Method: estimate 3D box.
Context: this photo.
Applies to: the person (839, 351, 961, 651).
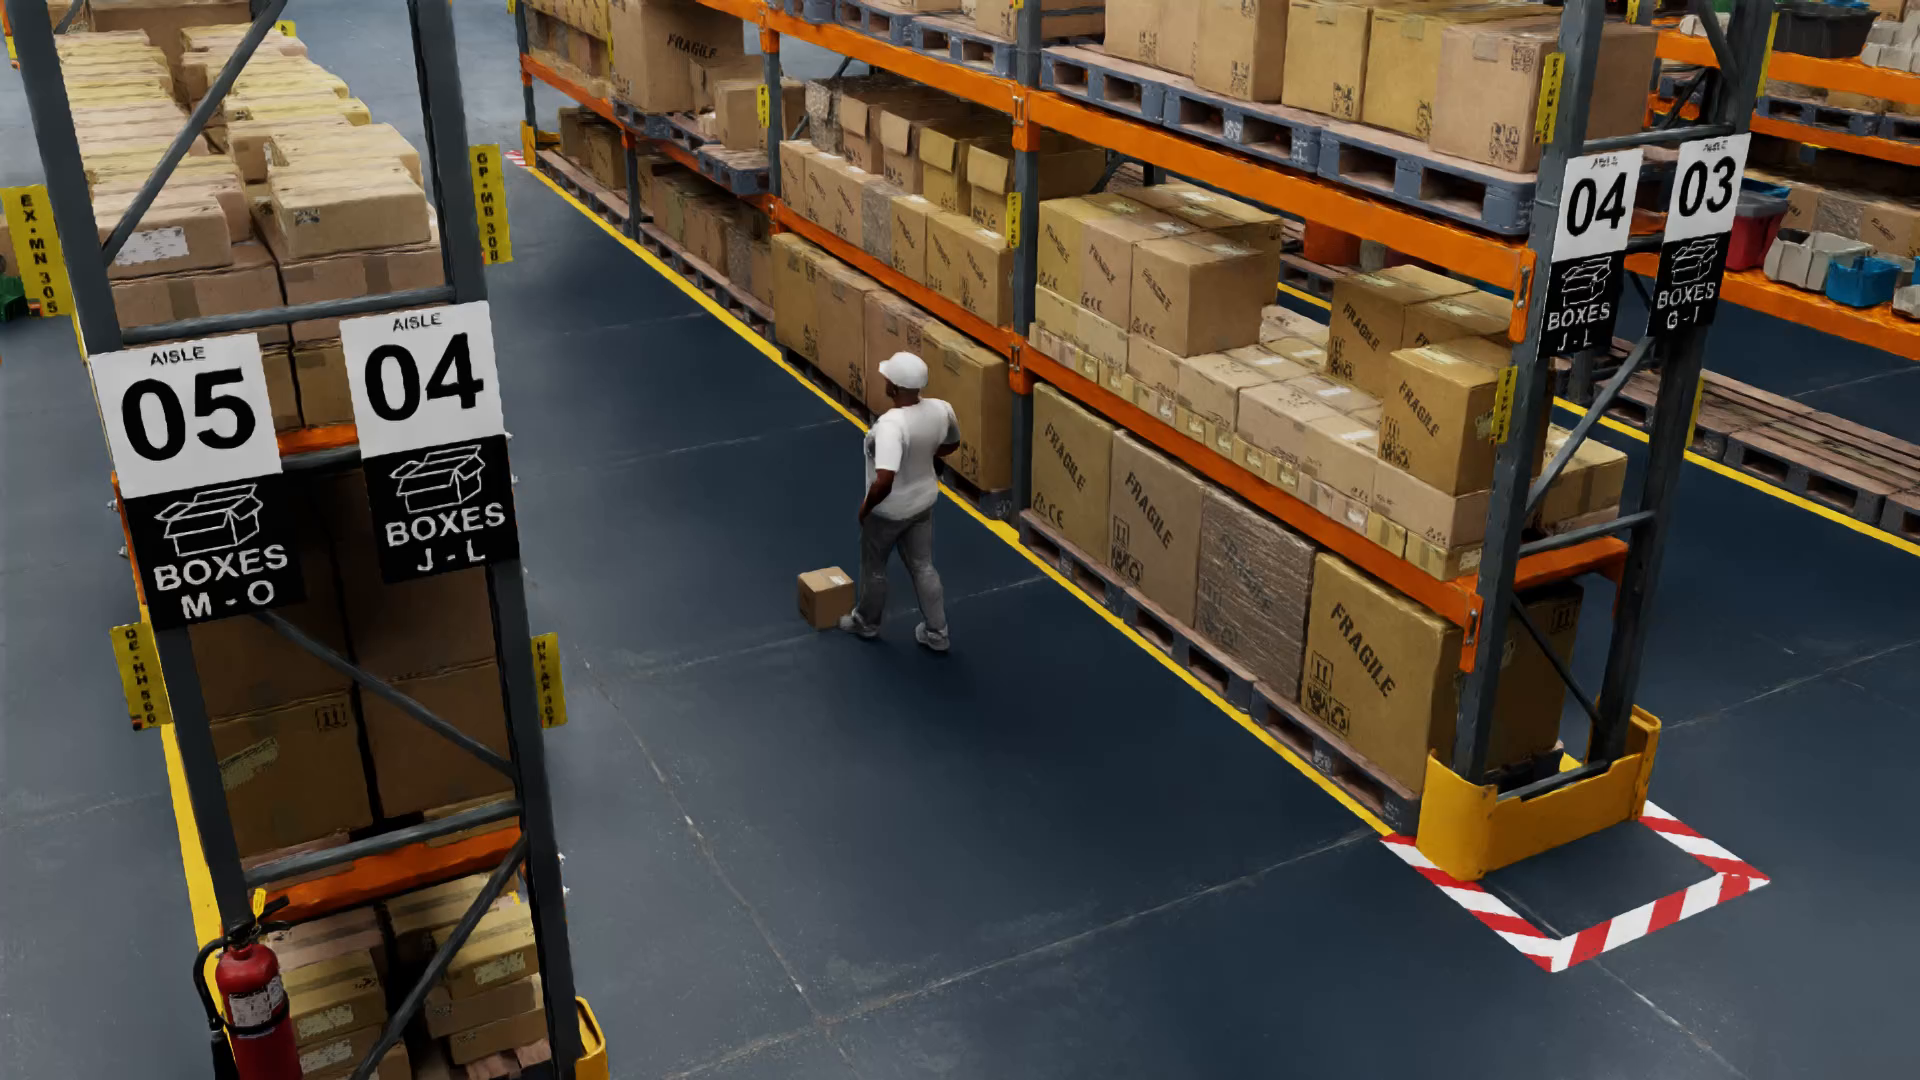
[{"bbox_3d":[-0.397,-0.226,9.053,0.739,1.762,0.750,22,33,38],"label":"person"}]
